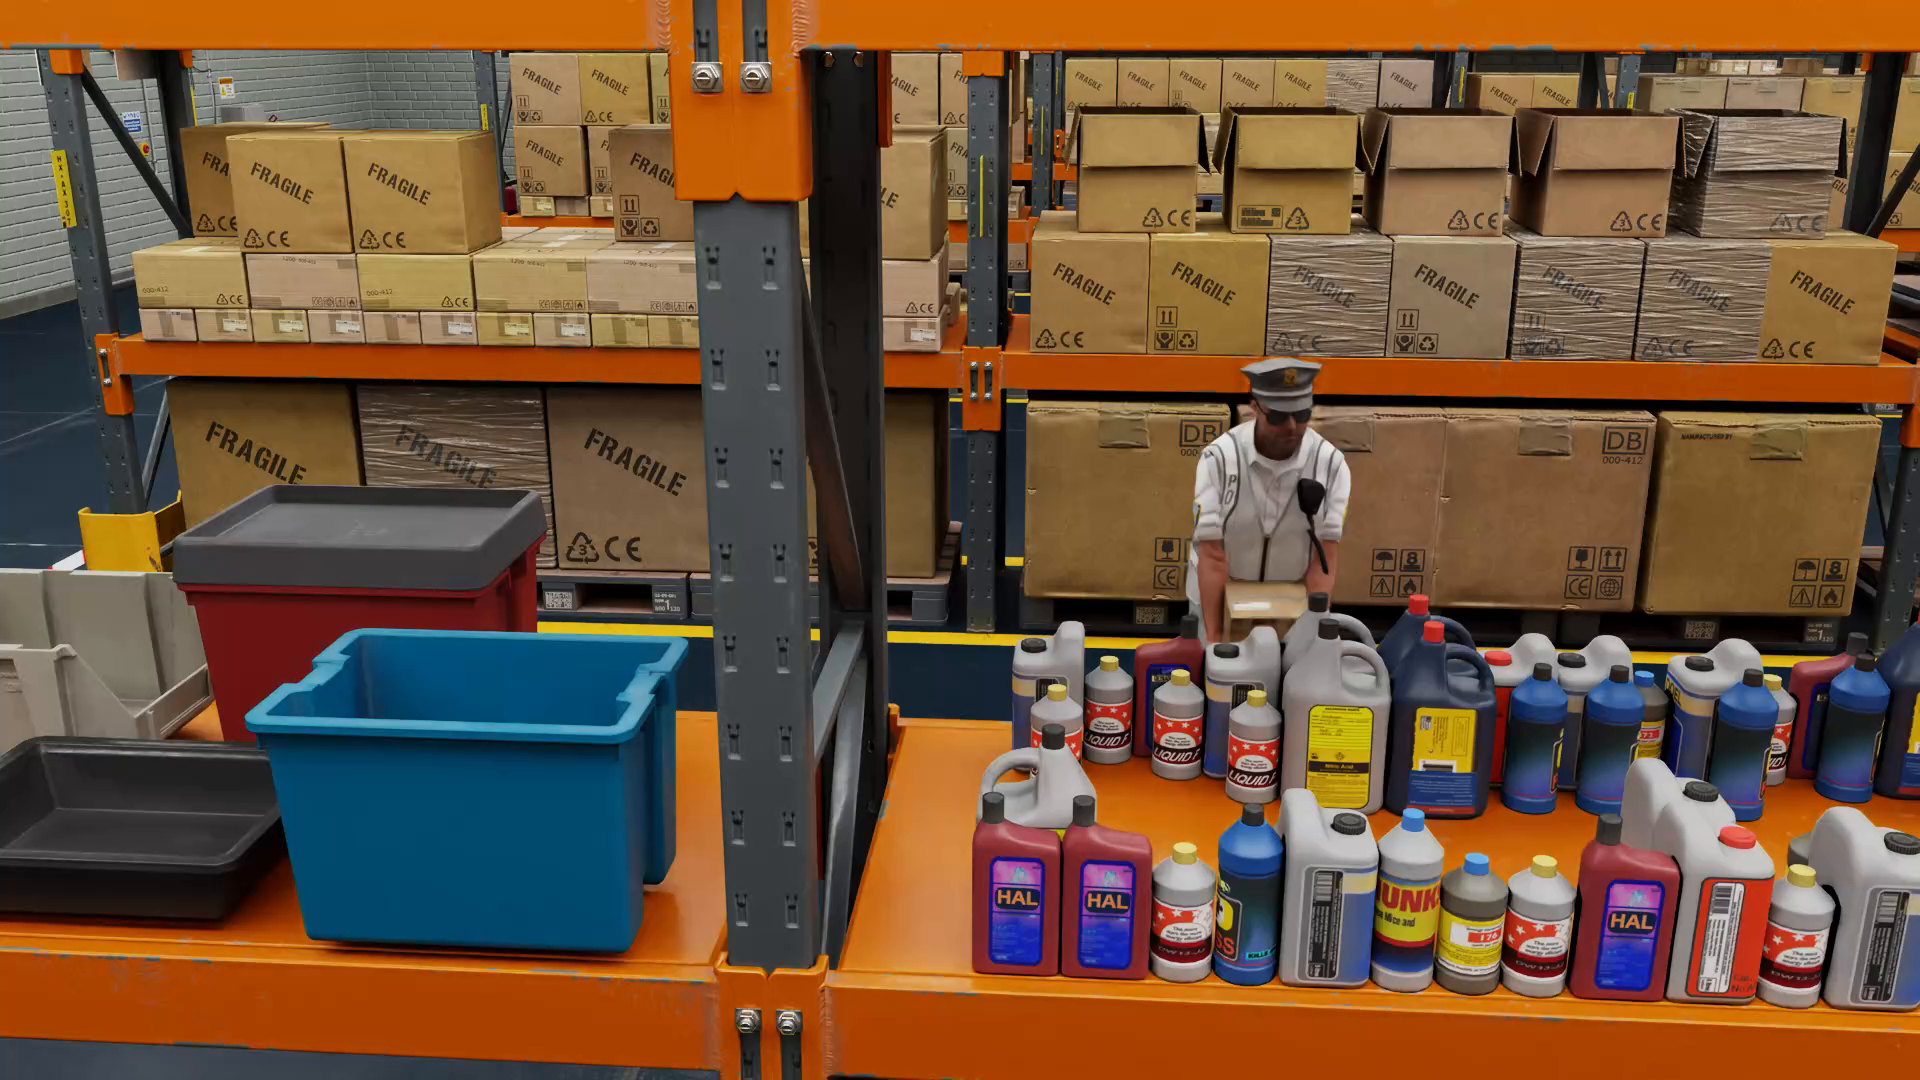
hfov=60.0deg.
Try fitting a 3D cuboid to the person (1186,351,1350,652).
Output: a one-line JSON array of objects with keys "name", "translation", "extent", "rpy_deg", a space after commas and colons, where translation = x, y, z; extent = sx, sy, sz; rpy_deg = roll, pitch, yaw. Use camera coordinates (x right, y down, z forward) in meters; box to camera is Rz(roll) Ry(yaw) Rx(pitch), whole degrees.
[{"name": "person", "translation": [0.963, 0.247, 5.281], "extent": [0.483, 1.741, 0.595], "rpy_deg": [1, 17, 3]}]
